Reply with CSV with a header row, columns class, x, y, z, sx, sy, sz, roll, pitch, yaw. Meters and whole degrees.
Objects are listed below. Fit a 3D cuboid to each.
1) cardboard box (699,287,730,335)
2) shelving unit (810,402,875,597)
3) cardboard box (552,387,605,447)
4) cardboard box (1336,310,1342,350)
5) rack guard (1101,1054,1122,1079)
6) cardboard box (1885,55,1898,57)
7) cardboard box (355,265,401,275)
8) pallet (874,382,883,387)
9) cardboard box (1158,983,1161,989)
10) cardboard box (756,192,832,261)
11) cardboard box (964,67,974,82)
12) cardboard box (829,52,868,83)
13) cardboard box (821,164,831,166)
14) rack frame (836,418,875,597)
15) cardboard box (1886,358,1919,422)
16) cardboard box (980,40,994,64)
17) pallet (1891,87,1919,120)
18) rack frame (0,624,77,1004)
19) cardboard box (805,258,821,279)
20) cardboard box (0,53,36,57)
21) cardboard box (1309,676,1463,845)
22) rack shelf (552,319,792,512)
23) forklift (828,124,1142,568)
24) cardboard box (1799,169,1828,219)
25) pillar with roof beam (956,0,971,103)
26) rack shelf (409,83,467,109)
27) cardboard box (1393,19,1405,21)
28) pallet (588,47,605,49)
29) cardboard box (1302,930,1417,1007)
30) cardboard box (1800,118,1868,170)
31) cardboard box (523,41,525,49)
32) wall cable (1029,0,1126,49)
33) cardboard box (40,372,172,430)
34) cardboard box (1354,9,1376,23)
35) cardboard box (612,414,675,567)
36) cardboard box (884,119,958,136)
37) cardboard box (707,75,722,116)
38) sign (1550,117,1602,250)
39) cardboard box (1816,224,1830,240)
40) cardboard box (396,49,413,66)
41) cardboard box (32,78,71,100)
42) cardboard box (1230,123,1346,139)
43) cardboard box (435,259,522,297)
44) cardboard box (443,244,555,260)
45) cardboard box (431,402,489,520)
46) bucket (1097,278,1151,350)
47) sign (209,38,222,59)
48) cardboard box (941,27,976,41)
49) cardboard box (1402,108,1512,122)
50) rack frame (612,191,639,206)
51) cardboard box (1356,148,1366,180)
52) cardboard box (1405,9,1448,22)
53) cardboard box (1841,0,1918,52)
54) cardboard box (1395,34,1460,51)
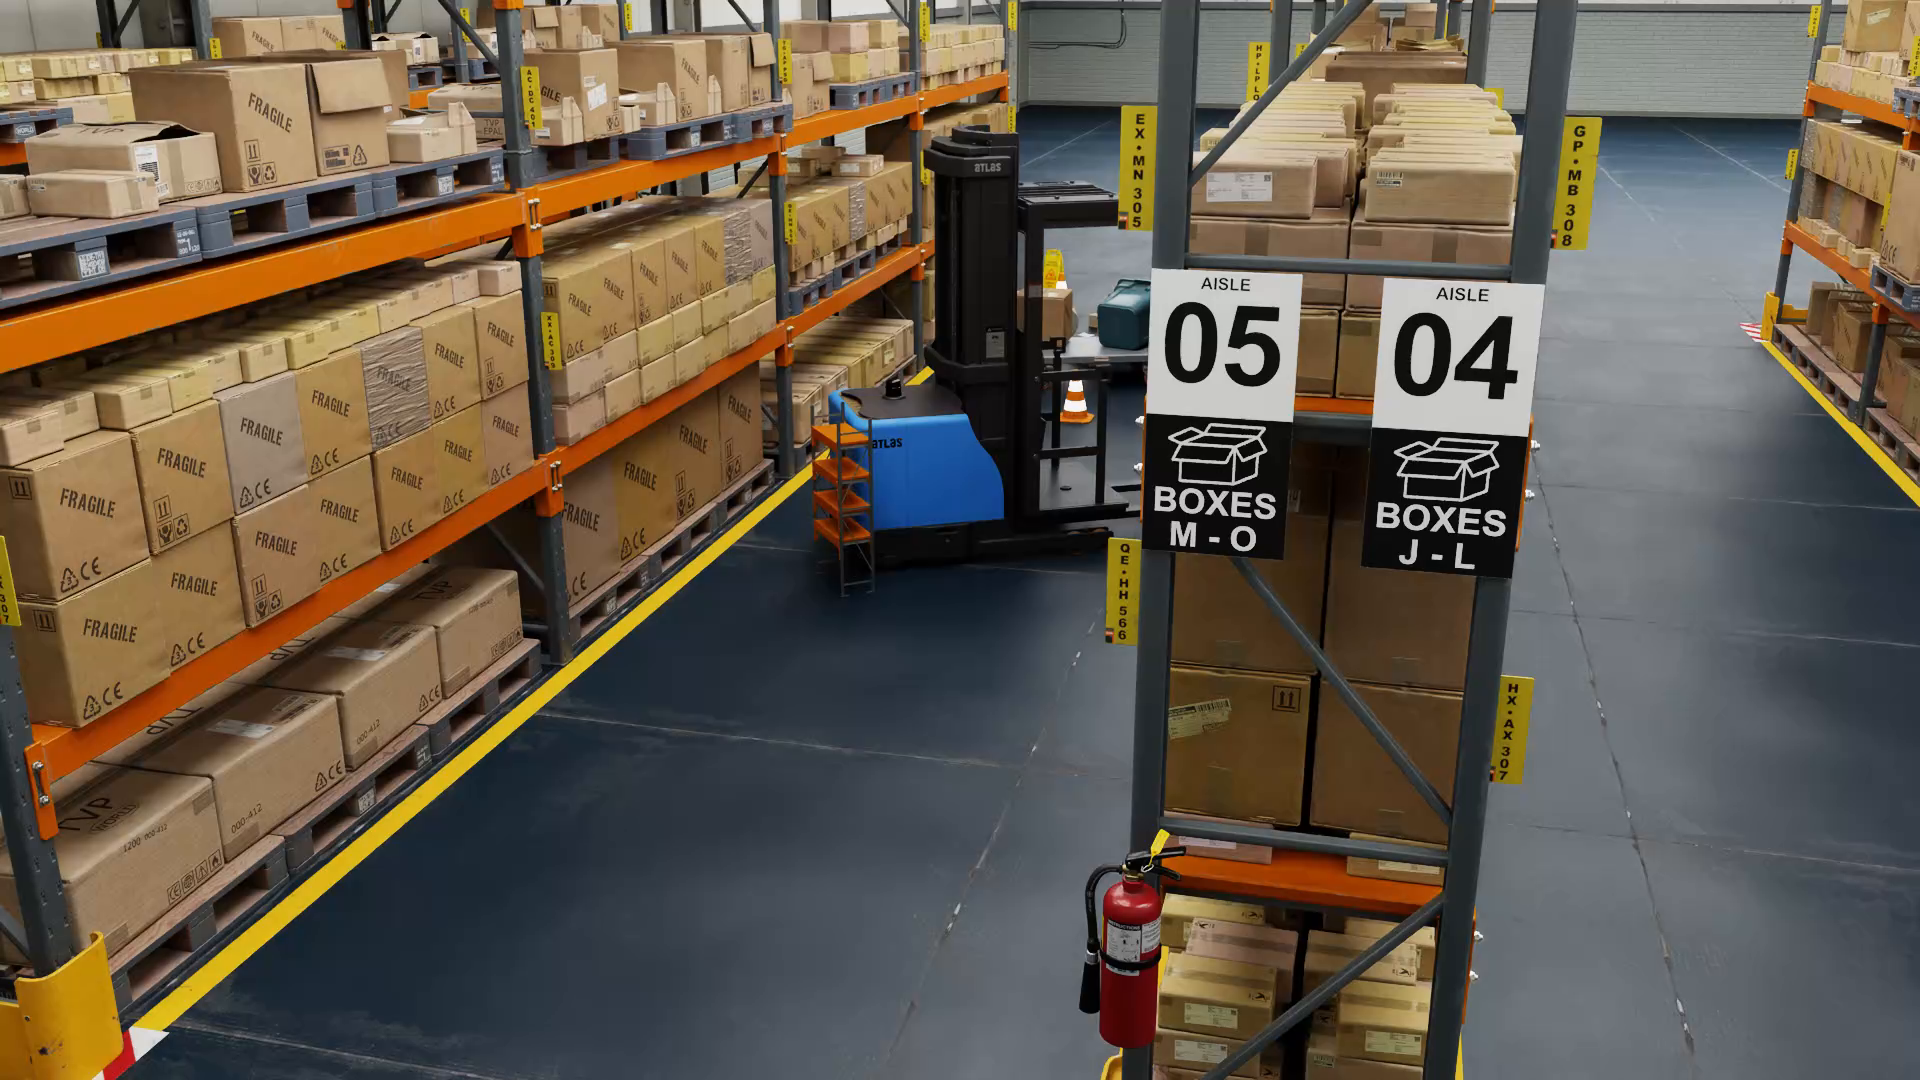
class,x,y,z,sx,sy,sz,roll,pitch,yaw
cardboard box,-1.960,-1.638,11.802,0.500,0.250,0.500,4,19,12
shelving unit,-0.786,-0.276,11.138,0.258,1.200,0.503,-9,21,-24
cardboard box,-2.475,-0.760,10.004,0.500,0.250,0.500,4,19,12
cardboard box,0.981,-0.773,5.403,0.500,0.250,0.500,5,19,13
rack guard,1.027,2.058,5.388,1.175,0.500,0.348,5,19,13
cardboard box,8.833,-4.426,15.480,0.380,0.149,0.250,5,20,15
cardboard box,-3.214,-1.381,8.886,0.380,0.149,0.250,5,19,14
pallet,-1.369,-1.274,15.591,1.003,0.211,1.213,5,19,13
cardboard box,0.900,1.779,6.098,0.380,0.149,0.250,5,20,15
cardboard box,-1.406,-2.641,14.015,0.500,0.500,0.500,6,20,16
cardboard box,-0.055,-5.157,18.393,0.380,0.149,0.250,4,19,13
cardboard box,-1.140,-4.256,14.949,0.500,0.250,0.500,5,19,14
cardboard box,-1.277,-3.484,16.482,0.500,0.500,0.500,5,20,15
rack frame,-0.683,-0.204,10.929,0.240,1.200,0.015,-9,21,-24
cardboard box,8.555,-1.273,14.461,0.700,0.500,0.500,3,19,9
cardboard box,0.092,-5.626,19.150,0.500,0.250,0.500,4,19,13
pallet,8.472,-3.584,13.690,1.213,0.211,1.003,5,19,13
rack frame,-3.816,0.540,5.966,1.000,3.000,0.127,5,19,13
cardboard box,-1.388,-2.303,14.028,0.380,0.149,0.250,3,19,10
cardboard box,-7.274,-3.623,12.667,0.380,0.149,0.250,5,19,13
cardboard box,1.386,0.592,5.199,0.500,0.500,0.500,6,20,16
rack shelf,-2.350,-1.000,11.589,1.077,0.370,4.000,5,19,13
forklift,0.608,-1.441,11.873,3.031,2.935,1.130,-5,20,-15
cardboard box,9.542,-3.710,17.795,0.875,0.500,0.500,5,19,13
pillar with roof beam,4.274,-14.740,41.421,9.100,9.000,0.400,5,19,13
rack shelf,-6.187,-4.064,15.919,1.077,0.370,4.000,5,19,13
cardboard box,4.823,-5.362,17.571,0.500,0.250,0.500,5,19,13
pallet,-4.919,-6.024,20.680,1.003,0.211,1.213,5,19,13
cardboard box,1.417,1.535,5.894,0.380,0.149,0.250,5,19,14
cardboard box,9.304,-4.203,17.690,0.500,0.500,0.500,5,19,13
cardboard box,-5.106,-5.516,18.641,0.380,0.149,0.250,5,20,15
wall cable,3.567,-16.310,50.821,3.097,2.526,0.112,5,19,13
cardboard box,-3.291,-0.537,6.415,0.380,0.149,0.250,5,20,15
cardboard box,3.721,-4.926,15.679,0.380,0.149,0.250,4,19,13
cardboard box,-2.551,-0.392,11.331,0.875,0.875,0.875,5,20,15
cardboard box,-0.420,-4.162,17.570,0.700,0.500,0.500,5,19,14
cardboard box,-1.858,-3.063,11.432,0.396,0.266,0.258,4,19,12
sign,1.535,-0.891,4.163,0.100,0.325,0.005,5,19,13
cardboard box,9.138,-3.191,17.279,0.380,0.149,0.250,5,19,13
cardboard box,-5.672,-4.790,16.515,0.380,0.149,0.250,5,19,13
cardboard box,-6.868,-3.364,12.371,0.380,0.149,0.250,5,20,15
cardboard box,1.102,-1.318,5.607,0.380,0.149,0.250,4,19,12
cardboard box,-2.605,-1.420,8.998,0.380,0.149,0.250,4,19,12
cardboard box,-2.854,-1.557,10.404,0.500,0.500,0.500,5,19,14
cardboard box,-2.824,-0.434,8.663,0.500,0.500,0.500,4,19,12
bucket,1.738,-2.257,16.868,0.726,0.611,0.620,12,32,32
sign,-6.150,-3.979,13.756,0.100,0.325,0.005,5,19,13
cardboard box,-0.026,-5.713,18.787,0.380,0.149,0.250,5,19,13
cardboard box,1.842,-1.520,6.199,0.380,0.149,0.250,4,19,12
rack frame,-4.721,-4.866,21.793,1.000,3.000,0.127,5,19,13
cardboard box,1.261,-1.328,6.254,0.500,0.250,0.500,4,19,11
cardboard box,4.421,-4.954,15.759,0.380,0.149,0.250,4,19,13
cardboard box,9.078,-5.093,16.428,0.500,0.500,0.500,5,19,13
cardboard box,3.006,-3.128,10.726,0.396,0.266,0.258,5,19,13
